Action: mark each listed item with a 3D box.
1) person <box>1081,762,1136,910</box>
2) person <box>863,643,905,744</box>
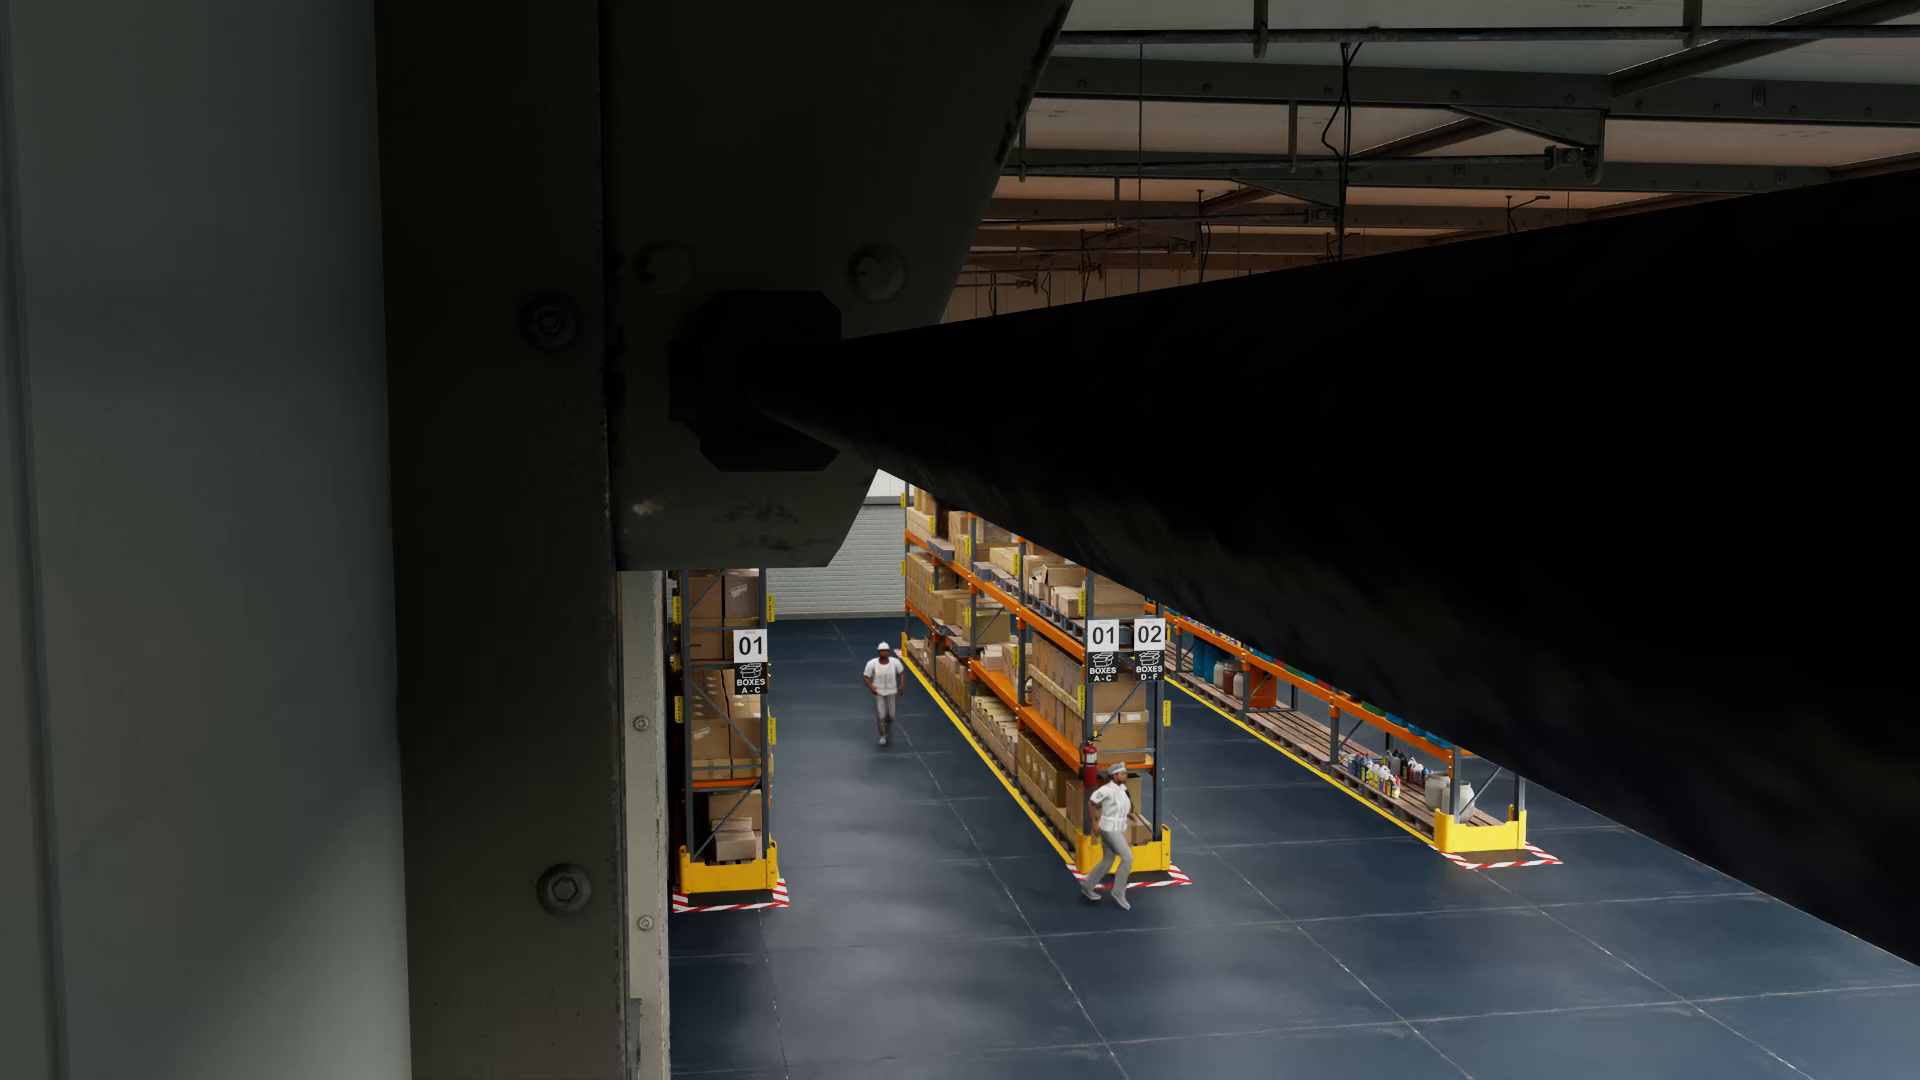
[{"bbox_3d":[1.805,3.463,19.740,0.687,1.679,0.592,3,7,29],"label":"person"},{"bbox_3d":[-1.268,2.574,28.032,0.736,1.719,0.605,-1,6,-12],"label":"person"}]
